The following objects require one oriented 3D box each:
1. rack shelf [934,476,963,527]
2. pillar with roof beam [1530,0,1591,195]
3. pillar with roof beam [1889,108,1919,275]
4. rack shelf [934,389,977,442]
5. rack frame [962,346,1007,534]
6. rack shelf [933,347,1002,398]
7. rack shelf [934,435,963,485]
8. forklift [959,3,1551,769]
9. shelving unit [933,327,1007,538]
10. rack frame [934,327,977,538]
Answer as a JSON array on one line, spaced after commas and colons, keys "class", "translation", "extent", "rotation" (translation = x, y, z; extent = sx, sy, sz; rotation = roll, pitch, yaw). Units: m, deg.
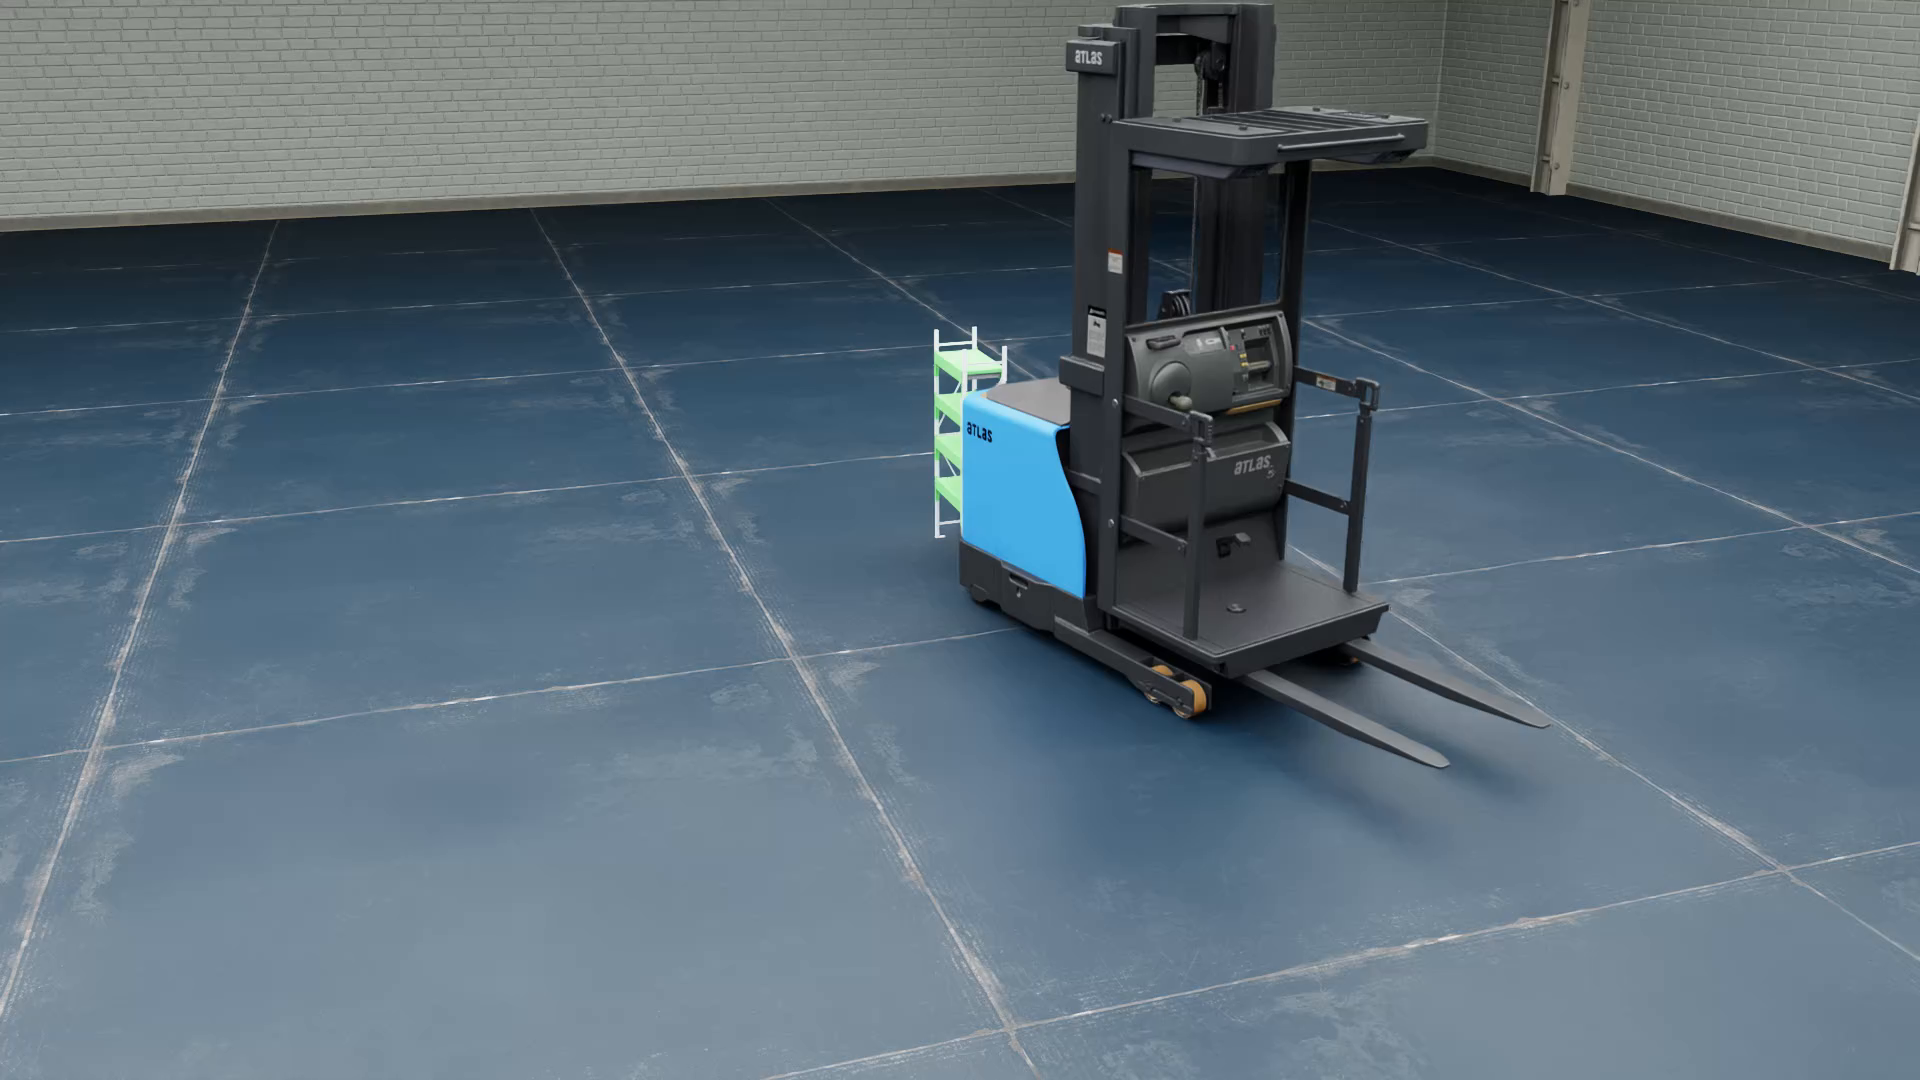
[{"class": "rack shelf", "translation": [0.052, -0.226, 9.169], "extent": [0.258, 0.148, 0.480], "rotation": [-6, 21, -17]}, {"class": "pillar with roof beam", "translation": [3.868, -8.469, 19.684], "extent": [9.100, 9.000, 0.400], "rotation": [-6, 21, -17]}, {"class": "pillar with roof beam", "translation": [5.754, -6.544, 14.324], "extent": [9.100, 9.000, 0.400], "rotation": [-6, 21, -17]}, {"class": "rack shelf", "translation": [0.052, -0.677, 9.006], "extent": [0.258, 0.148, 0.480], "rotation": [-6, 21, -17]}, {"class": "rack frame", "translation": [0.129, -0.433, 8.848], "extent": [0.240, 1.200, 0.015], "rotation": [-6, 21, -17]}, {"class": "rack shelf", "translation": [0.052, -0.903, 8.925], "extent": [0.258, 0.148, 0.480], "rotation": [-6, 21, -17]}, {"class": "rack shelf", "translation": [0.052, -0.451, 9.087], "extent": [0.258, 0.148, 0.480], "rotation": [-6, 21, -17]}, {"class": "forklift", "translation": [1.247, -0.785, 7.267], "extent": [1.130, 2.935, 3.031], "rotation": [-13, 24, -32]}, {"class": "shelving unit", "translation": [0.052, -0.512, 9.066], "extent": [0.258, 1.200, 0.503], "rotation": [-6, 21, -17]}, {"class": "rack frame", "translation": [-0.025, -0.590, 9.284], "extent": [0.240, 1.200, 0.015], "rotation": [-6, 21, -17]}]
